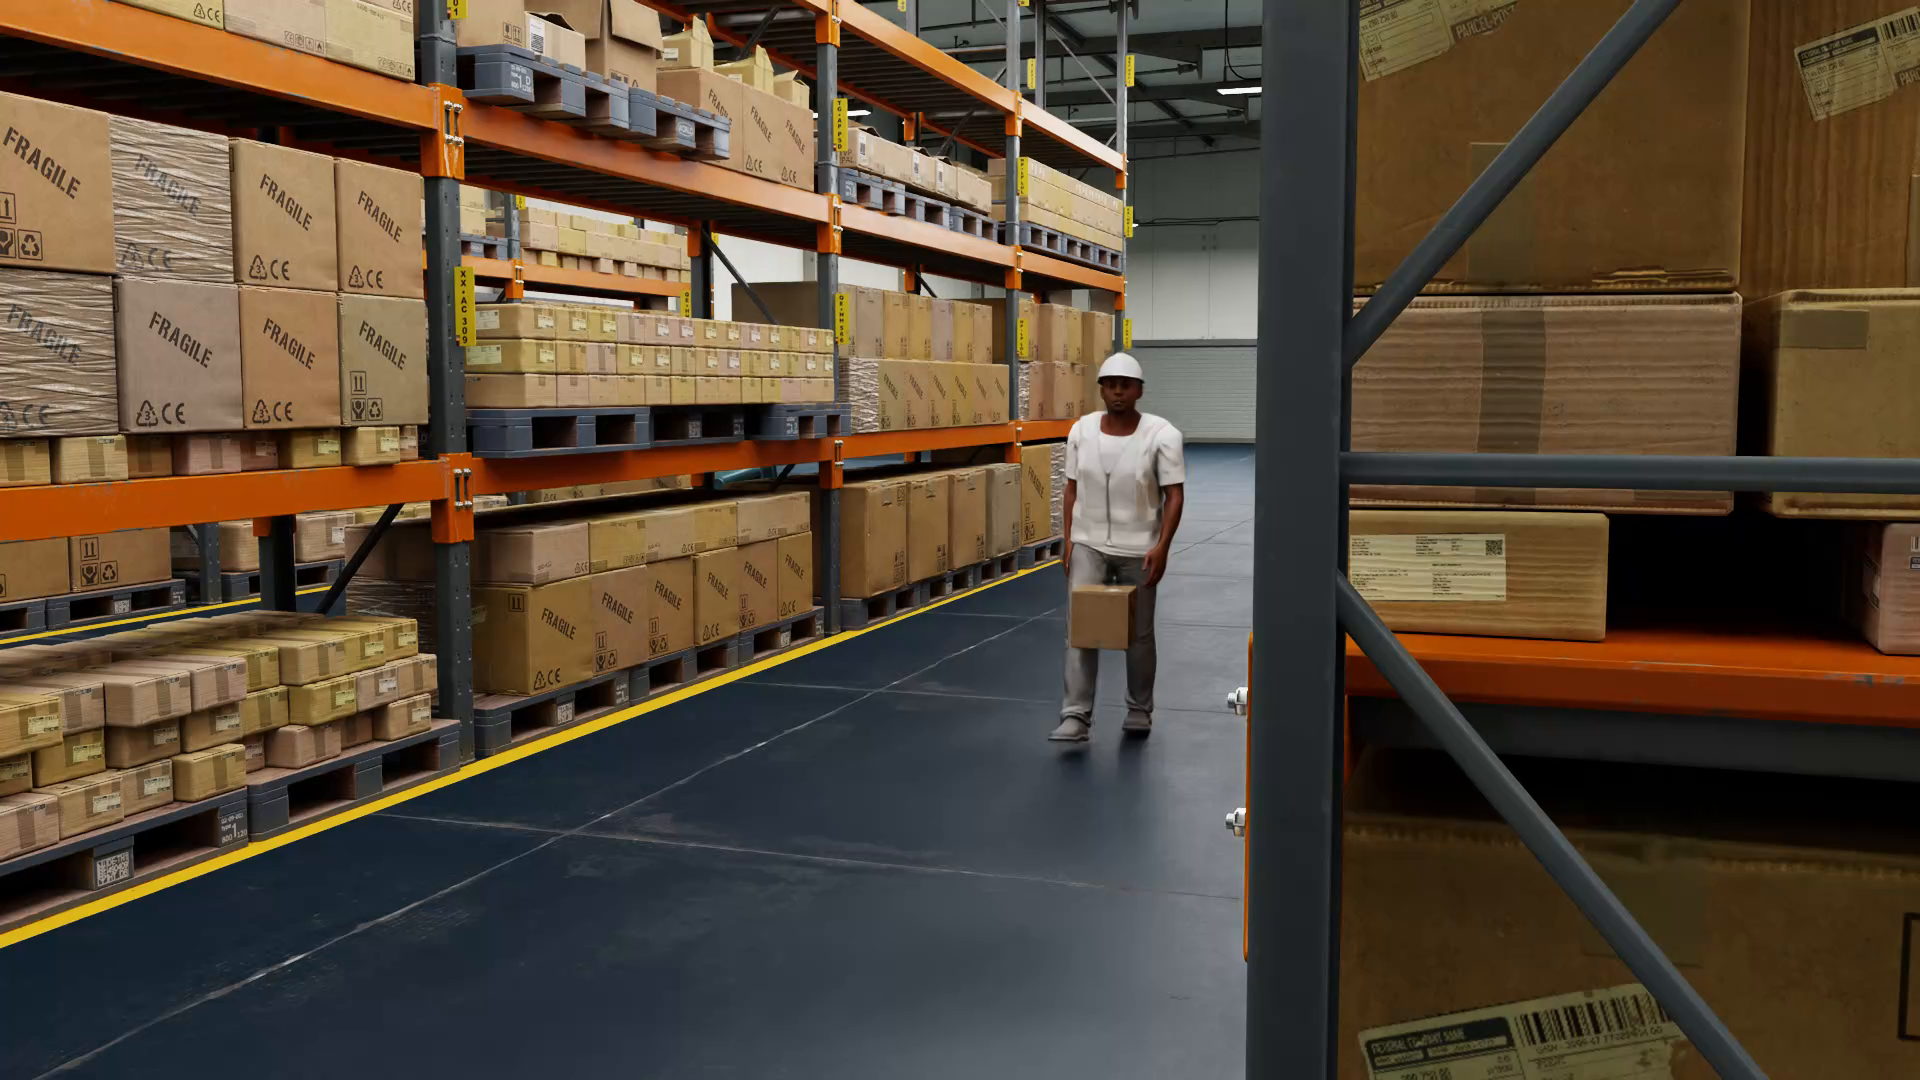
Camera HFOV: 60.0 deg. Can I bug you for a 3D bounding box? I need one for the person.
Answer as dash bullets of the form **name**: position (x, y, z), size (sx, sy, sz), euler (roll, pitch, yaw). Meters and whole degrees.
- **person**: position (0.703, 0.036, 7.398), size (0.572, 1.731, 0.896), euler (2, 5, 18)
